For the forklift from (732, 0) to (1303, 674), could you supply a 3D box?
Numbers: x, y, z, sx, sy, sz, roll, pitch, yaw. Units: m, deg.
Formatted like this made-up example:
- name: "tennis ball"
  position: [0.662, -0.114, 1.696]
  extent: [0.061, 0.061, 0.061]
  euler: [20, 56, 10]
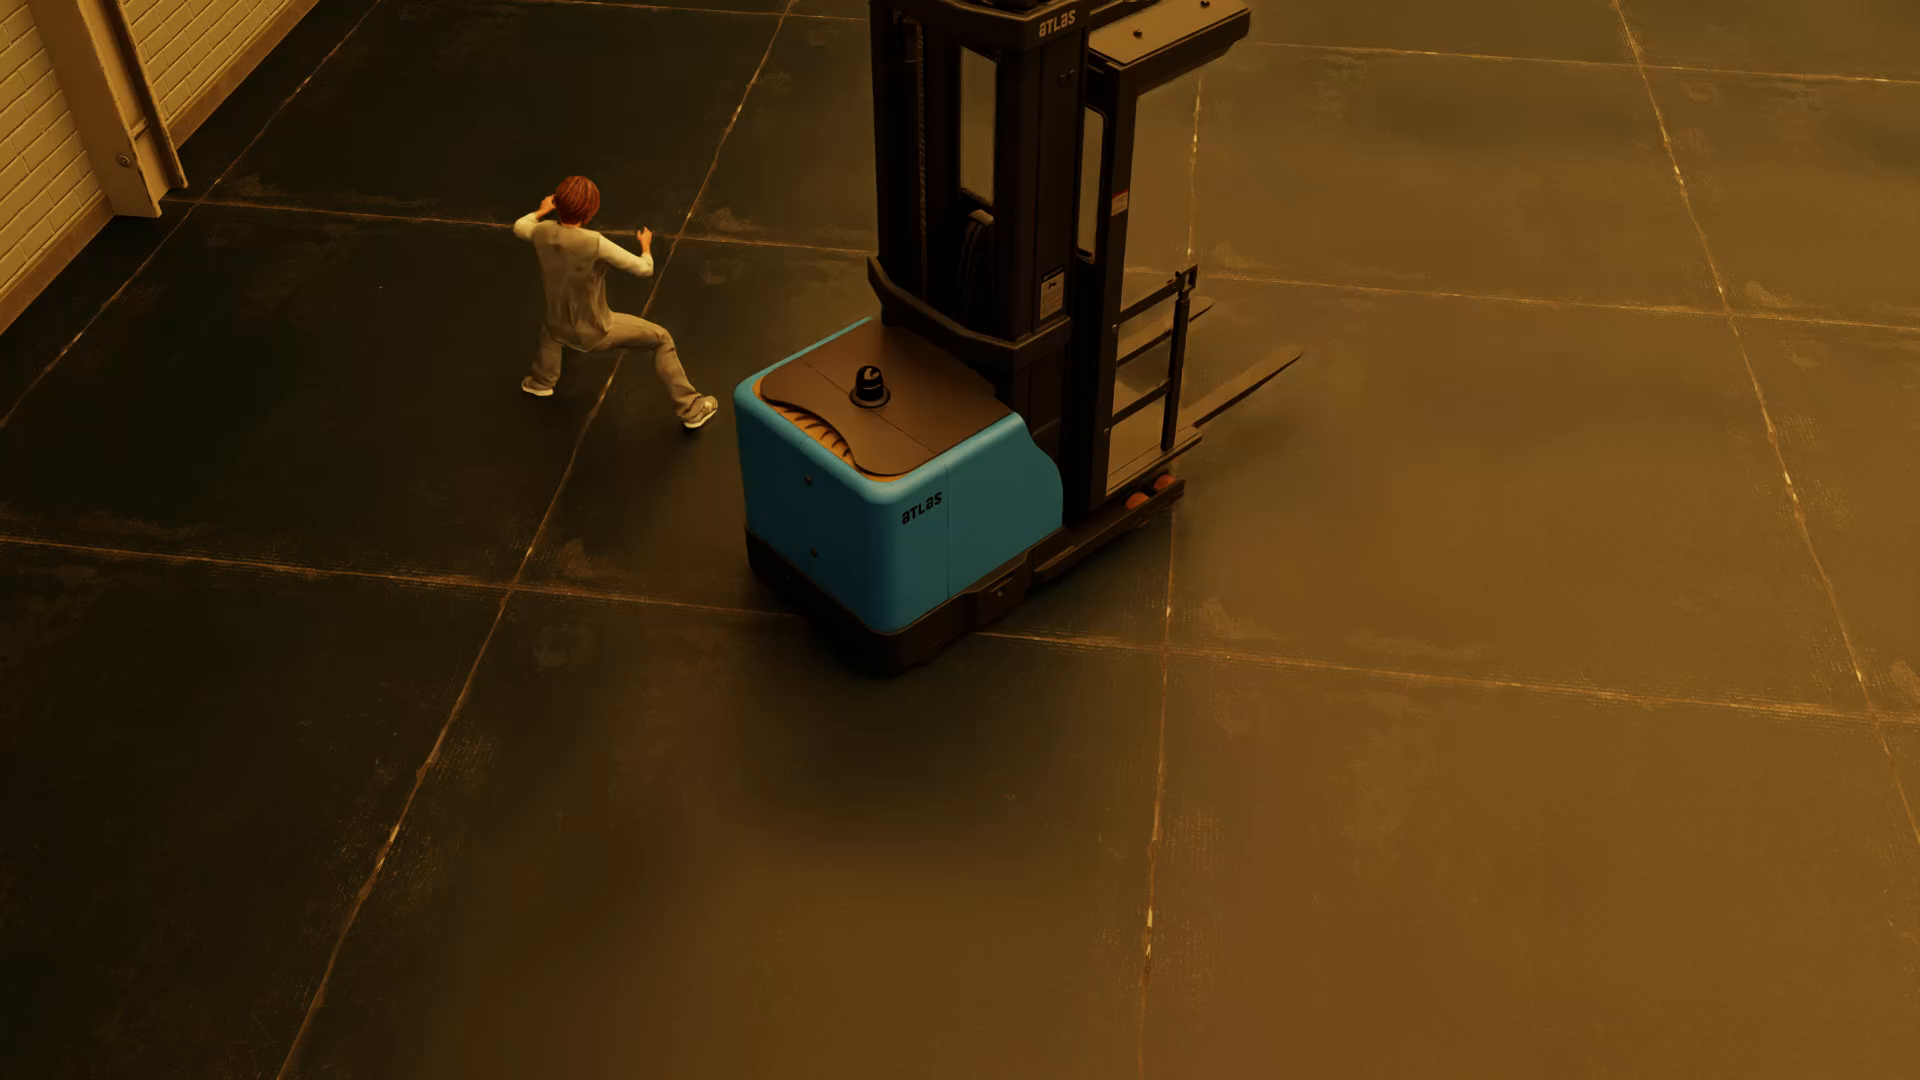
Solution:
- name: "forklift"
  position: [0.446, -1.375, 7.221]
  extent: [3.031, 2.935, 1.130]
  euler: [-32, 51, -30]

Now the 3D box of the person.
- name: "person"
  position: [-1.792, -1.201, 8.201]
  extent: [1.010, 1.368, 0.630]
  euler: [18, 45, 18]
